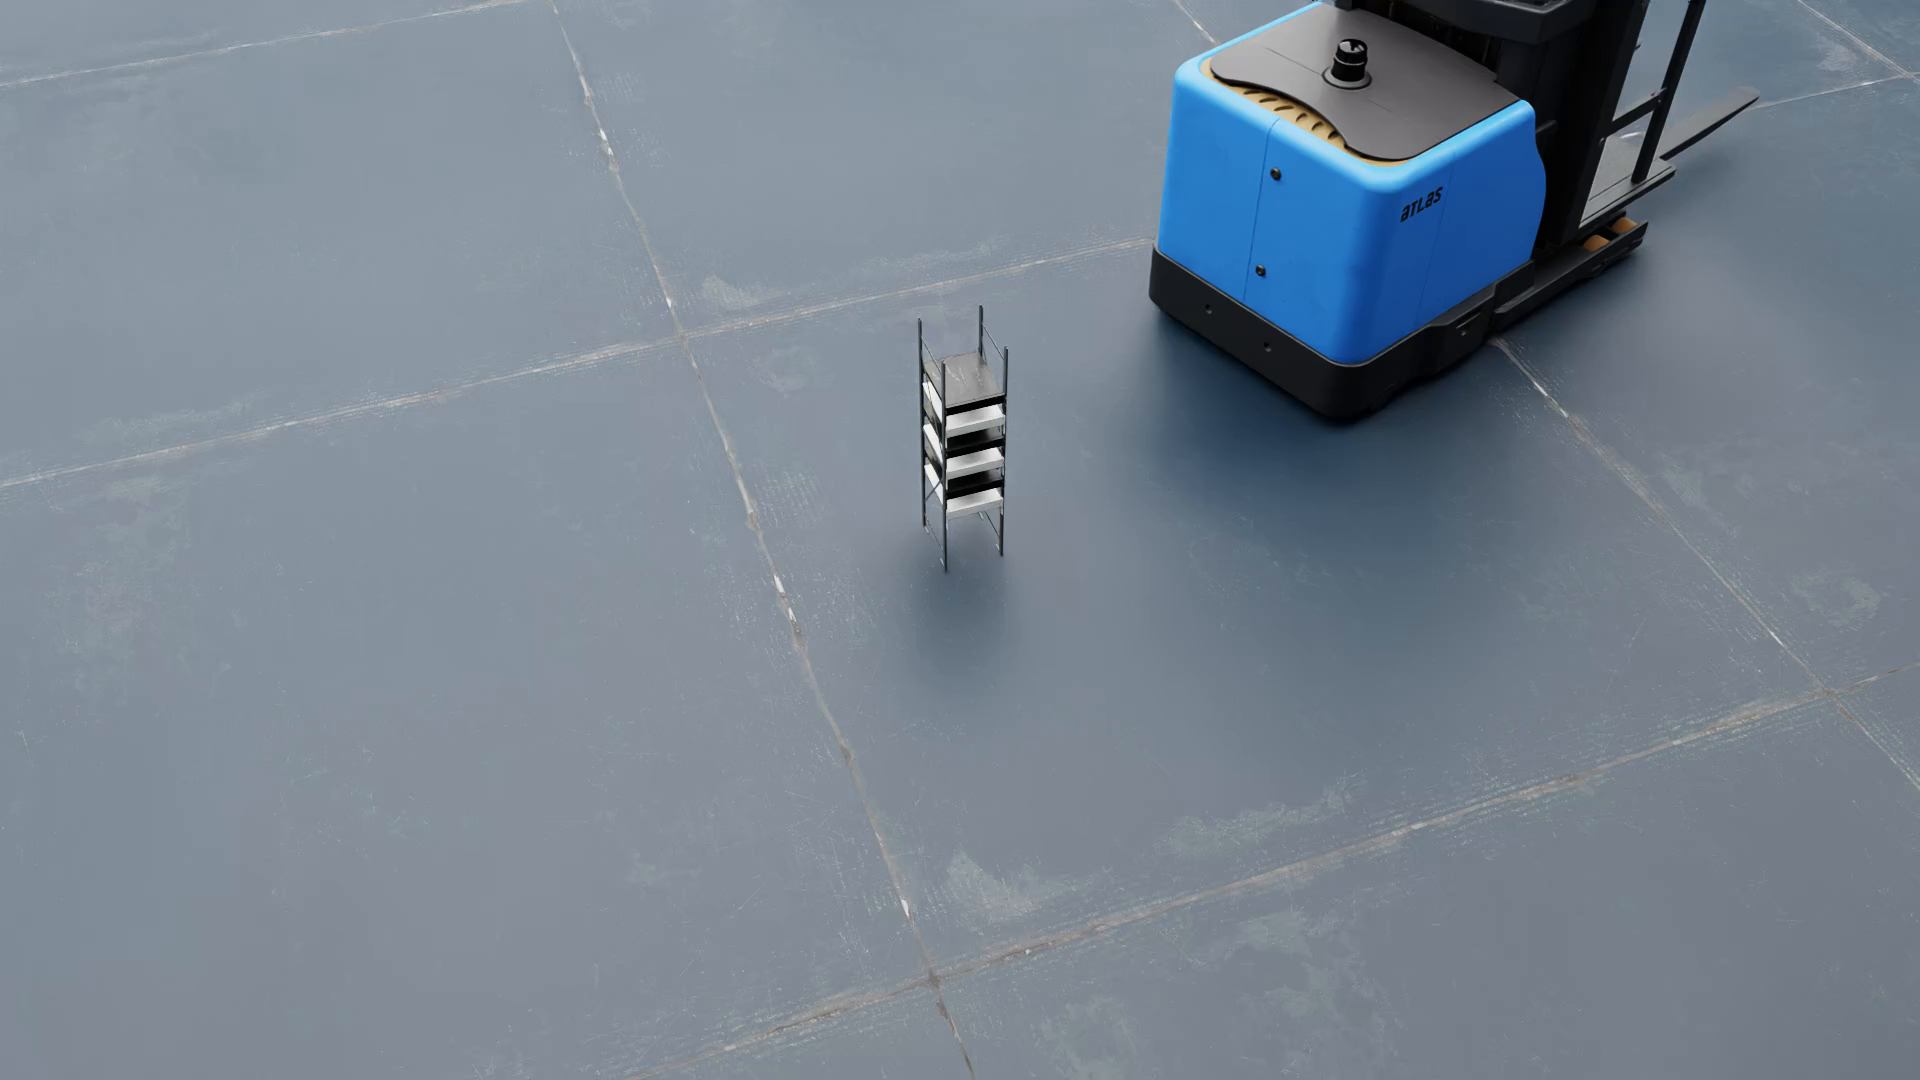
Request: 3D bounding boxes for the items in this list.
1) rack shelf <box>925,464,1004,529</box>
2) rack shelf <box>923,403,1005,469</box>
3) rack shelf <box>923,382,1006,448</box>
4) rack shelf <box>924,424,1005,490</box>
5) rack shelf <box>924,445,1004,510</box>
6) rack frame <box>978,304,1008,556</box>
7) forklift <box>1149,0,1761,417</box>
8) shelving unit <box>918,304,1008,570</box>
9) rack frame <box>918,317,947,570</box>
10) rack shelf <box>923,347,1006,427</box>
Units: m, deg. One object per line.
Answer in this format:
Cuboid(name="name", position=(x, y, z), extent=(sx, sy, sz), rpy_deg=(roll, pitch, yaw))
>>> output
Cuboid(name="rack shelf", position=(0.008, -0.169, 5.584), extent=(0.200, 0.077, 0.258), rpy_deg=(-14, 47, -14))
Cuboid(name="rack shelf", position=(0.008, -0.360, 5.393), extent=(0.200, 0.077, 0.258), rpy_deg=(-14, 47, -14))
Cuboid(name="rack shelf", position=(0.008, -0.423, 5.329), extent=(0.200, 0.077, 0.258), rpy_deg=(-14, 47, -14))
Cuboid(name="rack shelf", position=(0.008, -0.296, 5.457), extent=(0.200, 0.077, 0.258), rpy_deg=(-14, 47, -14))
Cuboid(name="rack shelf", position=(0.008, -0.233, 5.521), extent=(0.200, 0.077, 0.258), rpy_deg=(-14, 47, -14))
Cuboid(name="rack frame", position=(0.103, -0.344, 5.458), extent=(0.006, 0.900, 0.240), rpy_deg=(-14, 47, -14))
Cuboid(name="forklift", position=(2.206, -2.374, 6.047), extent=(3.031, 2.935, 1.130), rpy_deg=(-31, 53, -27))
Cuboid(name="shelving unit", position=(0.008, -0.320, 5.433), extent=(0.210, 0.900, 0.258), rpy_deg=(-14, 47, -14))
Cuboid(name="rack frame", position=(-0.088, -0.295, 5.409), extent=(0.006, 0.900, 0.240), rpy_deg=(-14, 47, -14))
Cuboid(name="rack shelf", position=(0.008, -0.487, 5.266), extent=(0.200, 0.077, 0.258), rpy_deg=(-14, 47, -14))
